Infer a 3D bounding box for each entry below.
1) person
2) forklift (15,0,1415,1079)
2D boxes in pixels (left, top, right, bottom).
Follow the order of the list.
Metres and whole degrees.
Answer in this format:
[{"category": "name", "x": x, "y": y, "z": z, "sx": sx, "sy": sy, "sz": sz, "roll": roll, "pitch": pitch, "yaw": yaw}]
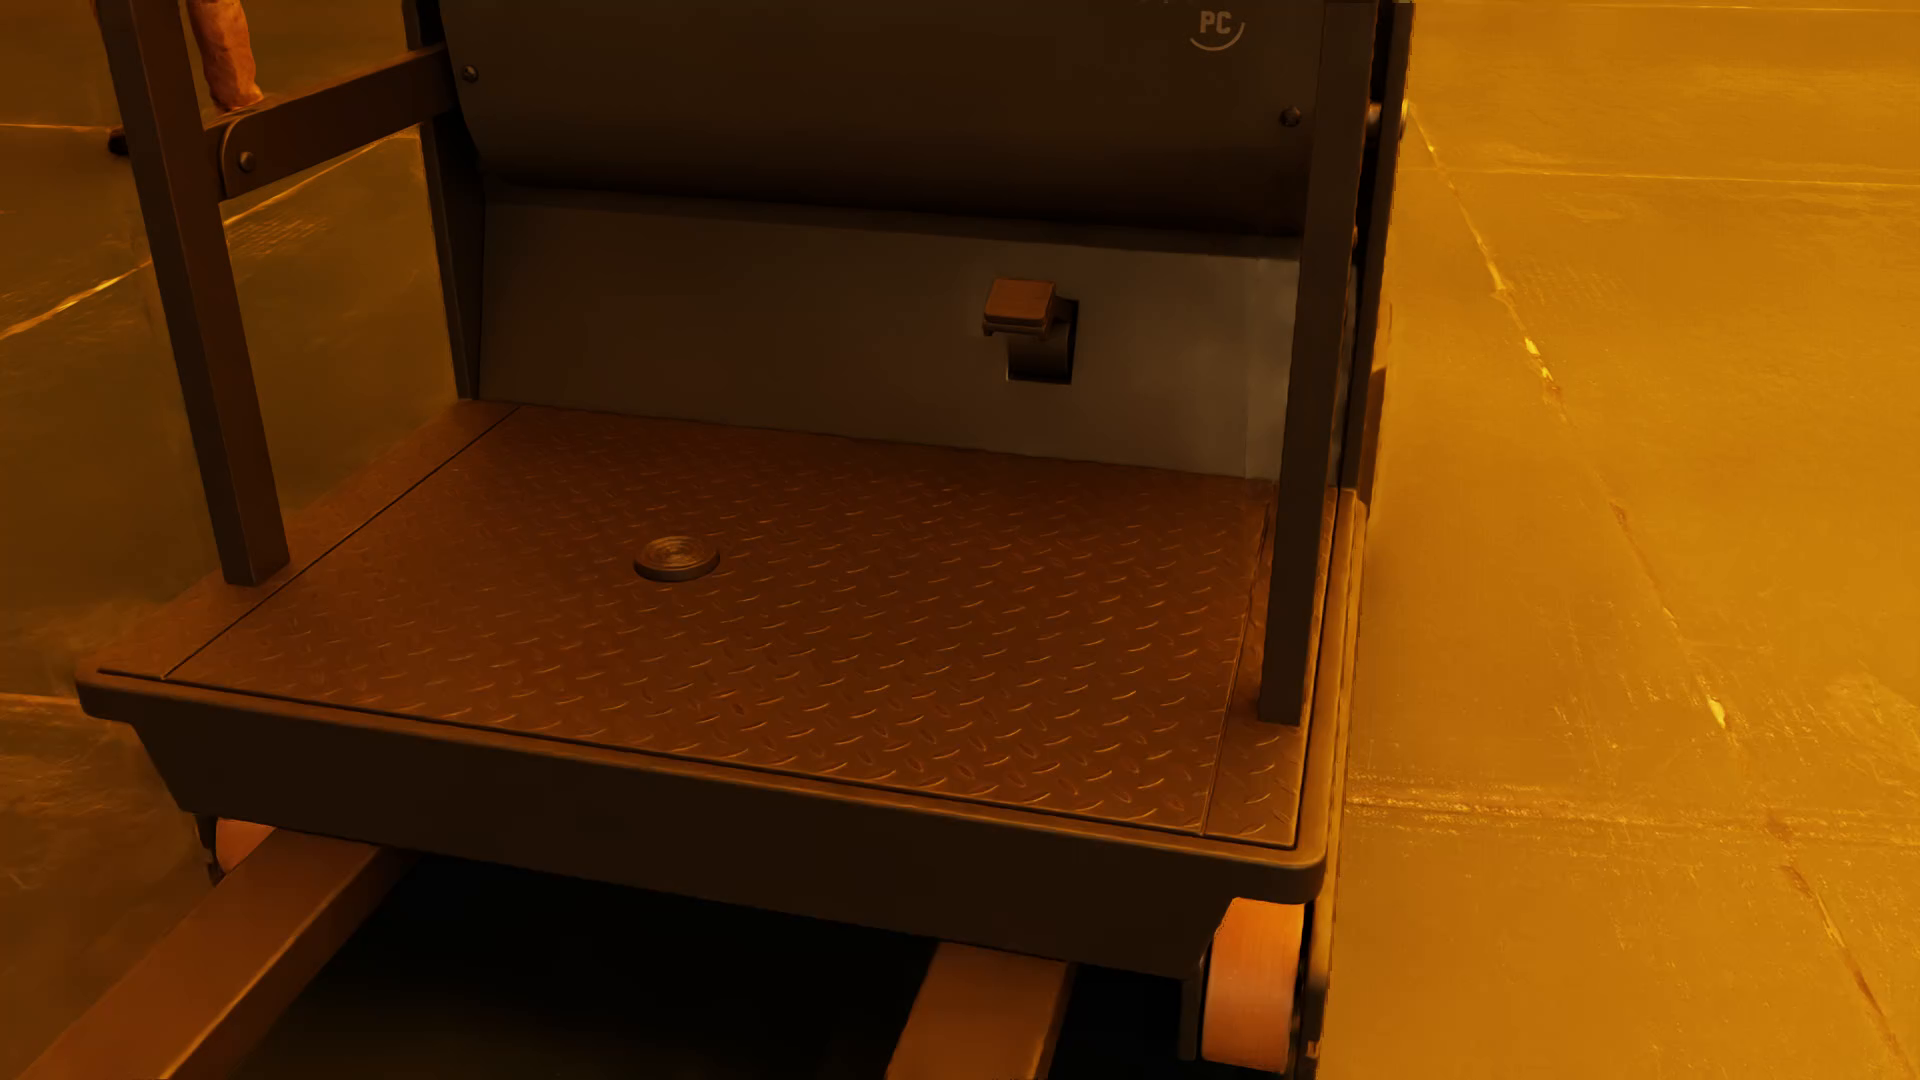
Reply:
[{"category": "person", "x": -2.206, "y": -1.868, "z": 4.319, "sx": 0.619, "sy": 1.732, "sz": 0.527, "roll": -21, "pitch": 33, "yaw": -35}, {"category": "forklift", "x": -0.143, "y": -1.016, "z": 1.253, "sx": 1.130, "sy": 2.935, "sz": 3.031, "roll": 7, "pitch": 27, "yaw": 13}]
